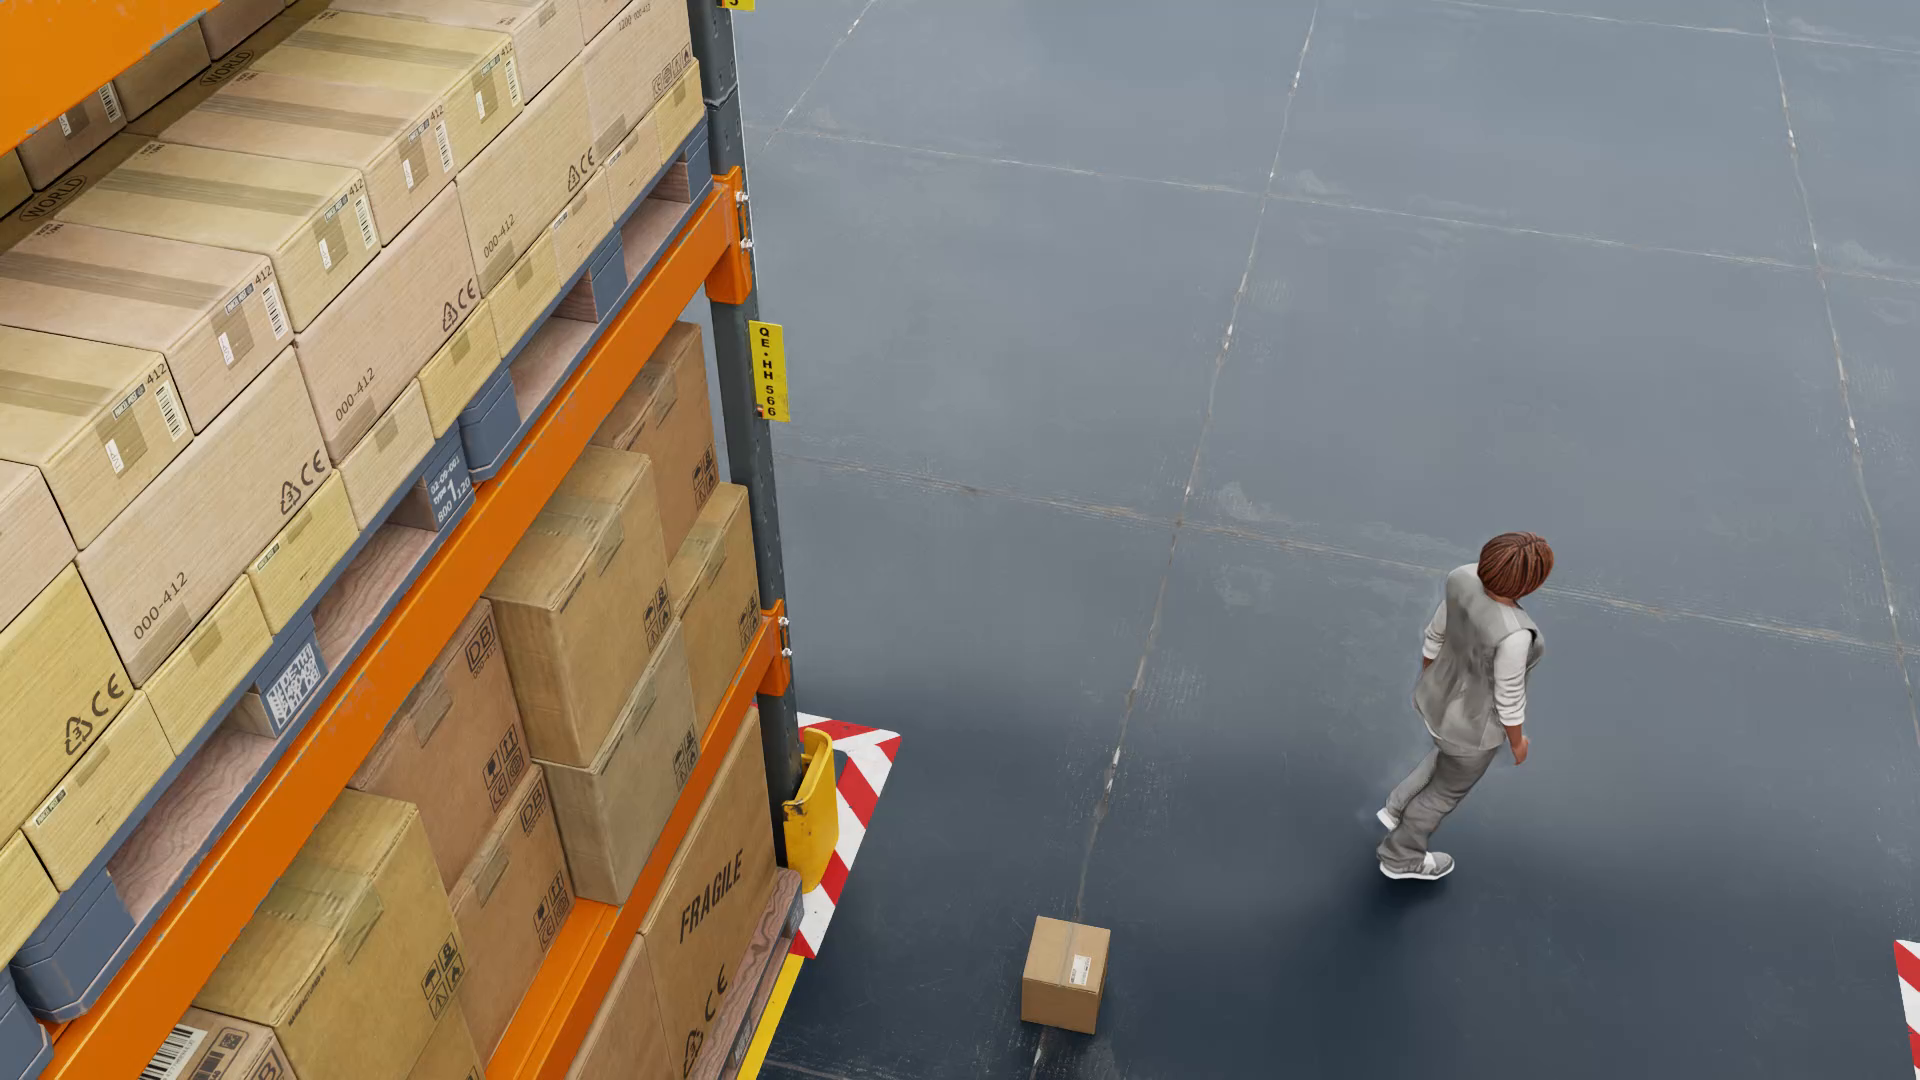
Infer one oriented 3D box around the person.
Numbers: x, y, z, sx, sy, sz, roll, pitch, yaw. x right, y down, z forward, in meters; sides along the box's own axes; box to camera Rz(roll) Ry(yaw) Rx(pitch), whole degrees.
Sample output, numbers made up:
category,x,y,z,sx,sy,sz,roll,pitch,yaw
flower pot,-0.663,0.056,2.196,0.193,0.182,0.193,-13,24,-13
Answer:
category,x,y,z,sx,sy,sz,roll,pitch,yaw
person,1.680,0.573,5.490,0.411,1.604,0.422,-7,42,-8
